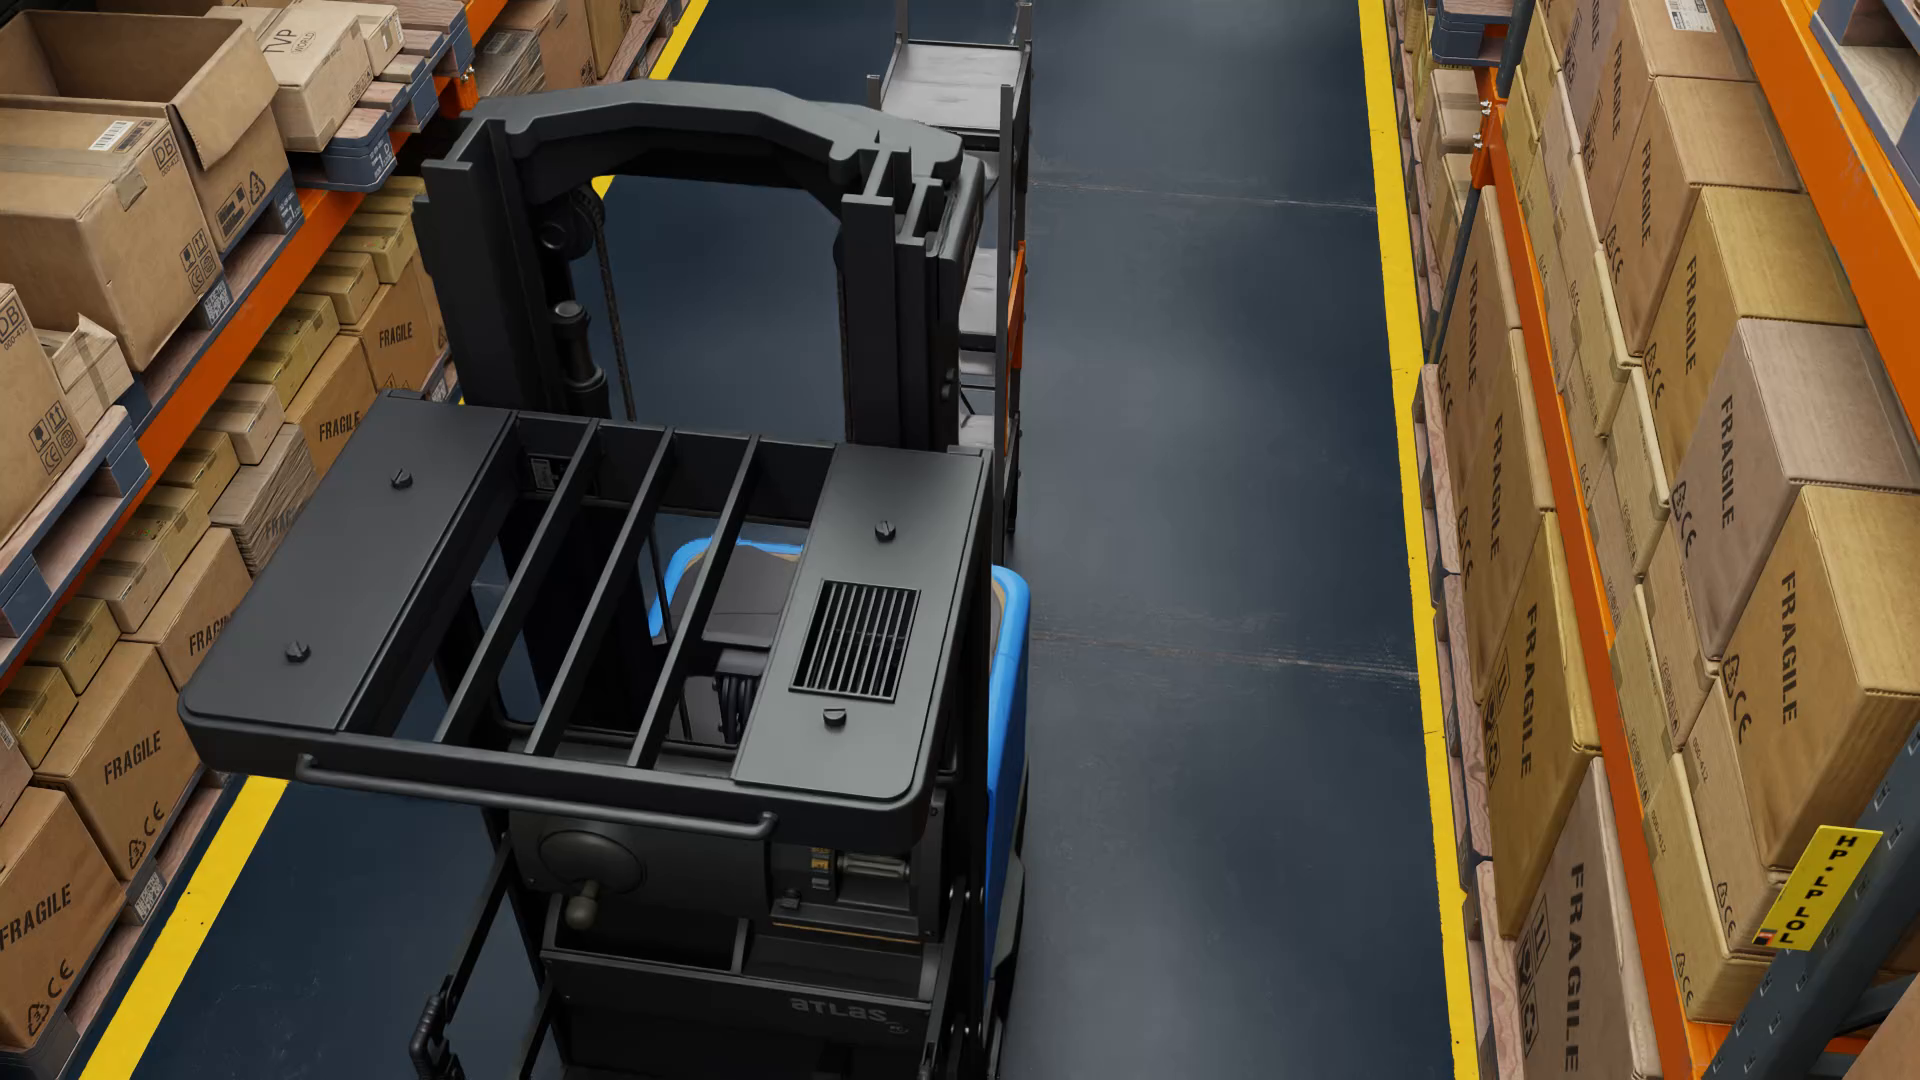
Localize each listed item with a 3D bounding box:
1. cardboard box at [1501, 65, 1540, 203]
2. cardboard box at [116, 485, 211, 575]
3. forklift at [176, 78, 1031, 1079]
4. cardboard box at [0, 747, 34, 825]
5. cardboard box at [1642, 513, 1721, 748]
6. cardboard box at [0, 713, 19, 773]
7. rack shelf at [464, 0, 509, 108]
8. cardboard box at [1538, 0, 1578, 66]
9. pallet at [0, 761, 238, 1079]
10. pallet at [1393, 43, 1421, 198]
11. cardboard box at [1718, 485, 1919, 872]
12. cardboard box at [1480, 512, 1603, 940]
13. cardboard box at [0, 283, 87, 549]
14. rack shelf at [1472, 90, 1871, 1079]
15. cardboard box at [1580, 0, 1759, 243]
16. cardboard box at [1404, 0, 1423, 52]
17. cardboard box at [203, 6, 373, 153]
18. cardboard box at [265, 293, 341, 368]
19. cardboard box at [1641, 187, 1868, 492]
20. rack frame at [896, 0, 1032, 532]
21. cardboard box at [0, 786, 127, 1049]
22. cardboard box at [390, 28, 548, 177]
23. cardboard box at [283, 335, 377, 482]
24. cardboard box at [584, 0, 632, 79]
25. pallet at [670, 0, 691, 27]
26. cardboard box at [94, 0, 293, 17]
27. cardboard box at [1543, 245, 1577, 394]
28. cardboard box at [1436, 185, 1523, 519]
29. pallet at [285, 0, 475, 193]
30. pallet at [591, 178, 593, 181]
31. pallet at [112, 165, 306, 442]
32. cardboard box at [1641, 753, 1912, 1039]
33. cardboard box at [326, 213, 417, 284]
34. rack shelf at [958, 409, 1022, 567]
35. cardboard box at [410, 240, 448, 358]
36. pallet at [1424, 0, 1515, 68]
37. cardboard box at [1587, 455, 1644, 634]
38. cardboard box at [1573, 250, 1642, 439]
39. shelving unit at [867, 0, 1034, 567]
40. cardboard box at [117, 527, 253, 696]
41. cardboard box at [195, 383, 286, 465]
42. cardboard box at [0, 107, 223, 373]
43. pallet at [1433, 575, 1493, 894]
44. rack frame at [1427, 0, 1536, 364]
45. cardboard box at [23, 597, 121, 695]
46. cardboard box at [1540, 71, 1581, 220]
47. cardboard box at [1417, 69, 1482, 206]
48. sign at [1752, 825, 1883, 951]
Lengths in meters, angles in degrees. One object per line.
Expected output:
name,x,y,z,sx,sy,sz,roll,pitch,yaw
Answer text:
cardboard box,2.137,-1.360,5.614,0.500,0.250,0.500,5,44,5
cardboard box,-2.576,-0.044,5.156,0.380,0.149,0.250,7,44,7
forklift,-0.525,0.743,3.333,1.130,2.935,3.031,6,44,6
cardboard box,-2.727,0.656,4.417,0.380,0.149,0.250,4,44,4
cardboard box,1.799,0.210,3.592,0.500,0.250,0.500,6,44,7
cardboard box,-2.700,0.562,4.299,0.380,0.149,0.250,3,44,3
rack shelf,-2.205,-3.276,8.051,1.077,0.370,4.000,5,44,6
cardboard box,2.144,-1.811,5.181,0.500,0.500,0.500,4,44,4
pallet,-2.928,1.007,5.033,1.003,0.211,1.213,5,44,6
pallet,2.720,-2.074,8.287,1.003,0.211,1.213,5,44,6
cardboard box,1.733,0.274,2.979,0.500,0.500,0.500,7,44,7
cardboard box,2.037,0.574,4.702,0.875,0.875,0.875,6,44,7
cardboard box,-2.644,-0.299,4.006,0.700,0.500,0.500,6,44,6
rack shelf,2.187,-0.101,4.698,1.077,0.370,4.000,5,44,6
cardboard box,2.004,-1.121,4.452,0.500,0.500,0.500,6,44,7
cardboard box,2.822,-2.802,8.633,0.950,0.372,0.625,8,44,8
cardboard box,-2.288,-1.523,5.481,0.500,0.250,0.500,3,44,4
cardboard box,-2.447,-0.754,5.906,0.380,0.149,0.250,6,44,7
cardboard box,1.880,-0.423,3.715,0.500,0.500,0.500,6,44,7
rack frame,0.010,-0.816,5.585,0.400,2.100,0.015,5,44,6
cardboard box,-2.711,0.998,4.527,0.500,0.500,0.500,7,44,7
cardboard box,-2.373,-1.888,7.484,0.875,0.625,0.625,7,44,7
cardboard box,-2.455,-0.414,6.018,0.500,0.500,0.500,7,44,7
cardboard box,-2.206,-2.793,8.440,0.875,0.625,0.625,4,44,4
pallet,-1.999,-3.382,9.668,1.003,0.211,1.213,5,44,6
cardboard box,-2.692,-2.026,5.830,0.500,0.500,0.500,7,44,7
cardboard box,2.012,-0.652,4.865,0.500,0.250,0.500,7,44,7
cardboard box,2.278,-0.643,5.987,0.875,0.875,0.875,5,44,5
pallet,-2.489,-1.636,5.936,1.213,0.211,1.003,5,44,6
pallet,-2.322,-1.719,7.912,1.003,0.211,1.213,5,44,6
pallet,-2.722,-0.778,5.030,1.003,0.211,1.213,5,44,6
cardboard box,1.732,0.727,3.410,0.500,0.250,0.500,4,44,5
cardboard box,-2.289,-1.106,6.277,0.380,0.149,0.250,3,44,3
rack shelf,-0.022,-0.131,5.900,0.431,0.518,0.480,5,44,6
cardboard box,-2.312,-1.111,6.754,0.500,0.500,0.500,6,44,7
pallet,2.440,-2.151,6.479,1.213,0.211,1.003,5,44,6
cardboard box,1.886,0.038,4.138,0.500,0.250,0.500,4,44,4
cardboard box,1.912,-0.494,4.336,0.500,0.250,0.500,6,44,6
shelving unit,-0.022,-0.650,5.409,0.431,2.100,0.503,5,44,6
cardboard box,-2.580,0.295,5.270,0.500,0.500,0.500,4,44,4
cardboard box,-2.486,-0.393,5.525,0.380,0.149,0.250,3,44,4
cardboard box,-2.540,-0.834,4.571,0.700,0.500,0.500,5,44,5
pallet,2.109,0.647,5.413,1.003,0.211,1.213,5,44,6
rack frame,2.452,-1.725,5.890,1.000,3.000,0.127,5,44,6
cardboard box,-2.681,0.292,4.801,0.380,0.149,0.250,5,44,5
cardboard box,2.070,-1.177,5.057,0.500,0.250,0.500,6,44,7
cardboard box,2.626,-1.811,7.587,0.950,0.372,0.625,4,44,5
sign,1.384,0.566,2.686,0.100,0.325,0.005,5,44,6
